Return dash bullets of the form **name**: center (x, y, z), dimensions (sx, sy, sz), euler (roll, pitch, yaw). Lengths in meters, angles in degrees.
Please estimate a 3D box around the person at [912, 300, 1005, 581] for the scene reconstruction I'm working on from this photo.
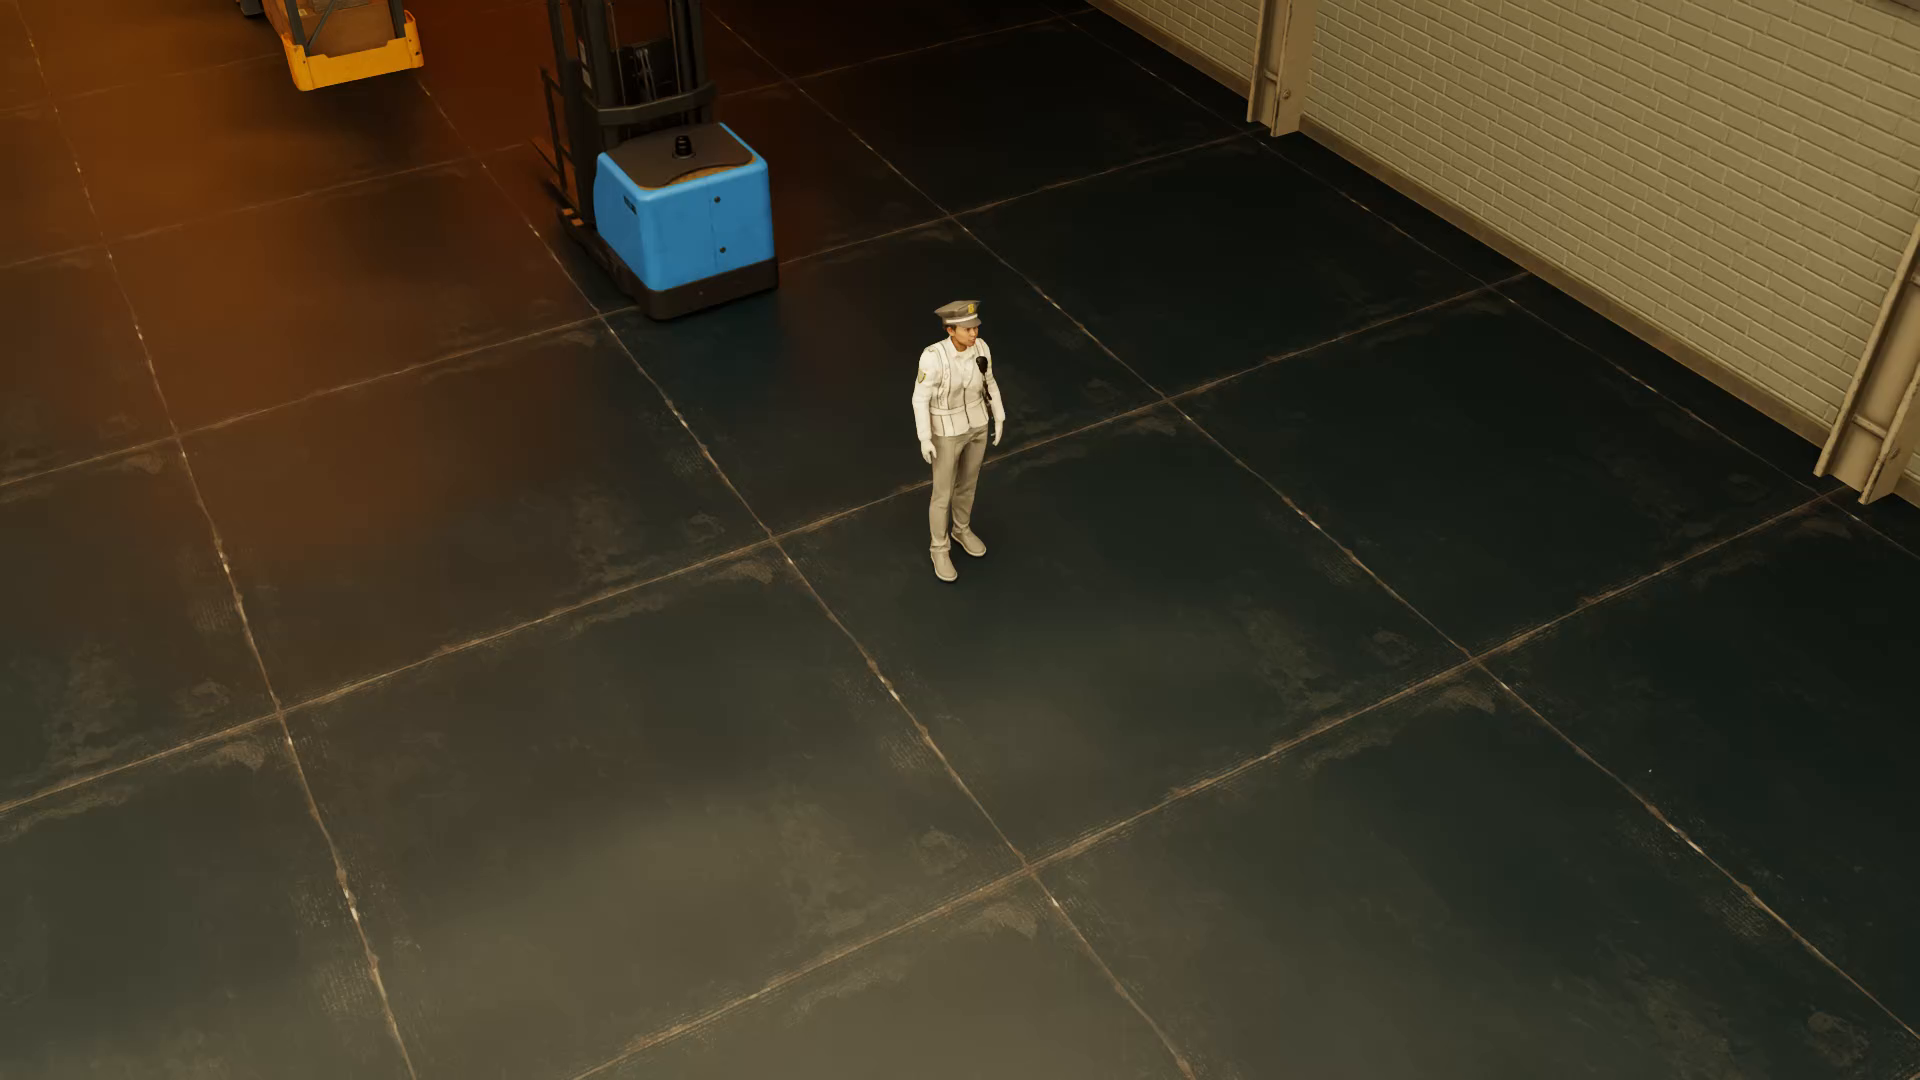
- **person**: center (0.028, -0.617, 9.738), dimensions (0.586, 1.694, 0.530), euler (-20, 44, -23)

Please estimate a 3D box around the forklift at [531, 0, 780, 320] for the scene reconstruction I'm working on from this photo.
- **forklift**: center (-2.564, -3.654, 12.442), dimensions (1.130, 2.935, 3.031), euler (-21, 44, -24)
